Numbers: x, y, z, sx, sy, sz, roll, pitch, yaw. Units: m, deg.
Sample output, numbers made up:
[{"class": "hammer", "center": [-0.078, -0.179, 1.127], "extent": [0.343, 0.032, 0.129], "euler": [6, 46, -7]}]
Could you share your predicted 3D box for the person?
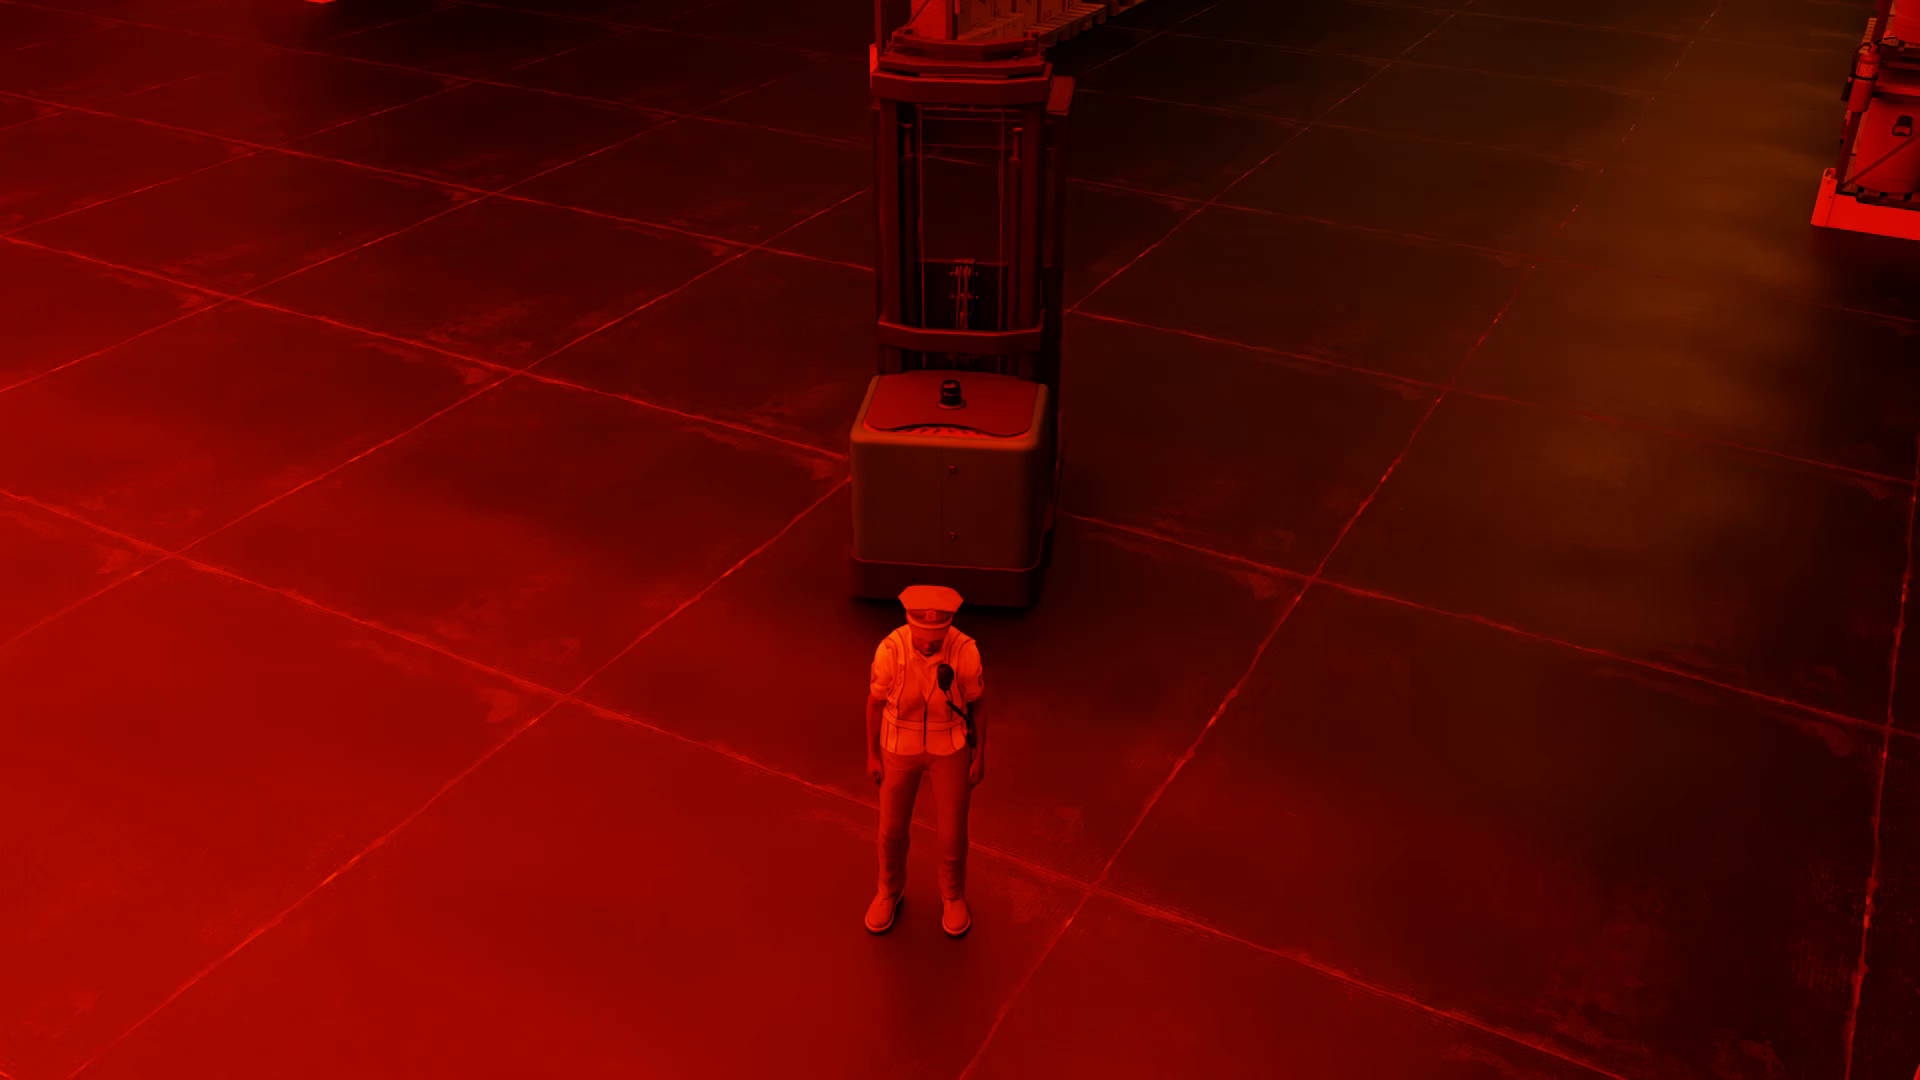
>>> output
[{"class": "person", "center": [-0.147, 0.886, 6.815], "extent": [0.514, 1.656, 0.397], "euler": [1, 30, 2]}]

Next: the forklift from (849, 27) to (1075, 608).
[{"class": "forklift", "center": [0.081, -1.609, 9.858], "extent": [1.130, 2.935, 3.031], "euler": [3, 30, 6]}]
